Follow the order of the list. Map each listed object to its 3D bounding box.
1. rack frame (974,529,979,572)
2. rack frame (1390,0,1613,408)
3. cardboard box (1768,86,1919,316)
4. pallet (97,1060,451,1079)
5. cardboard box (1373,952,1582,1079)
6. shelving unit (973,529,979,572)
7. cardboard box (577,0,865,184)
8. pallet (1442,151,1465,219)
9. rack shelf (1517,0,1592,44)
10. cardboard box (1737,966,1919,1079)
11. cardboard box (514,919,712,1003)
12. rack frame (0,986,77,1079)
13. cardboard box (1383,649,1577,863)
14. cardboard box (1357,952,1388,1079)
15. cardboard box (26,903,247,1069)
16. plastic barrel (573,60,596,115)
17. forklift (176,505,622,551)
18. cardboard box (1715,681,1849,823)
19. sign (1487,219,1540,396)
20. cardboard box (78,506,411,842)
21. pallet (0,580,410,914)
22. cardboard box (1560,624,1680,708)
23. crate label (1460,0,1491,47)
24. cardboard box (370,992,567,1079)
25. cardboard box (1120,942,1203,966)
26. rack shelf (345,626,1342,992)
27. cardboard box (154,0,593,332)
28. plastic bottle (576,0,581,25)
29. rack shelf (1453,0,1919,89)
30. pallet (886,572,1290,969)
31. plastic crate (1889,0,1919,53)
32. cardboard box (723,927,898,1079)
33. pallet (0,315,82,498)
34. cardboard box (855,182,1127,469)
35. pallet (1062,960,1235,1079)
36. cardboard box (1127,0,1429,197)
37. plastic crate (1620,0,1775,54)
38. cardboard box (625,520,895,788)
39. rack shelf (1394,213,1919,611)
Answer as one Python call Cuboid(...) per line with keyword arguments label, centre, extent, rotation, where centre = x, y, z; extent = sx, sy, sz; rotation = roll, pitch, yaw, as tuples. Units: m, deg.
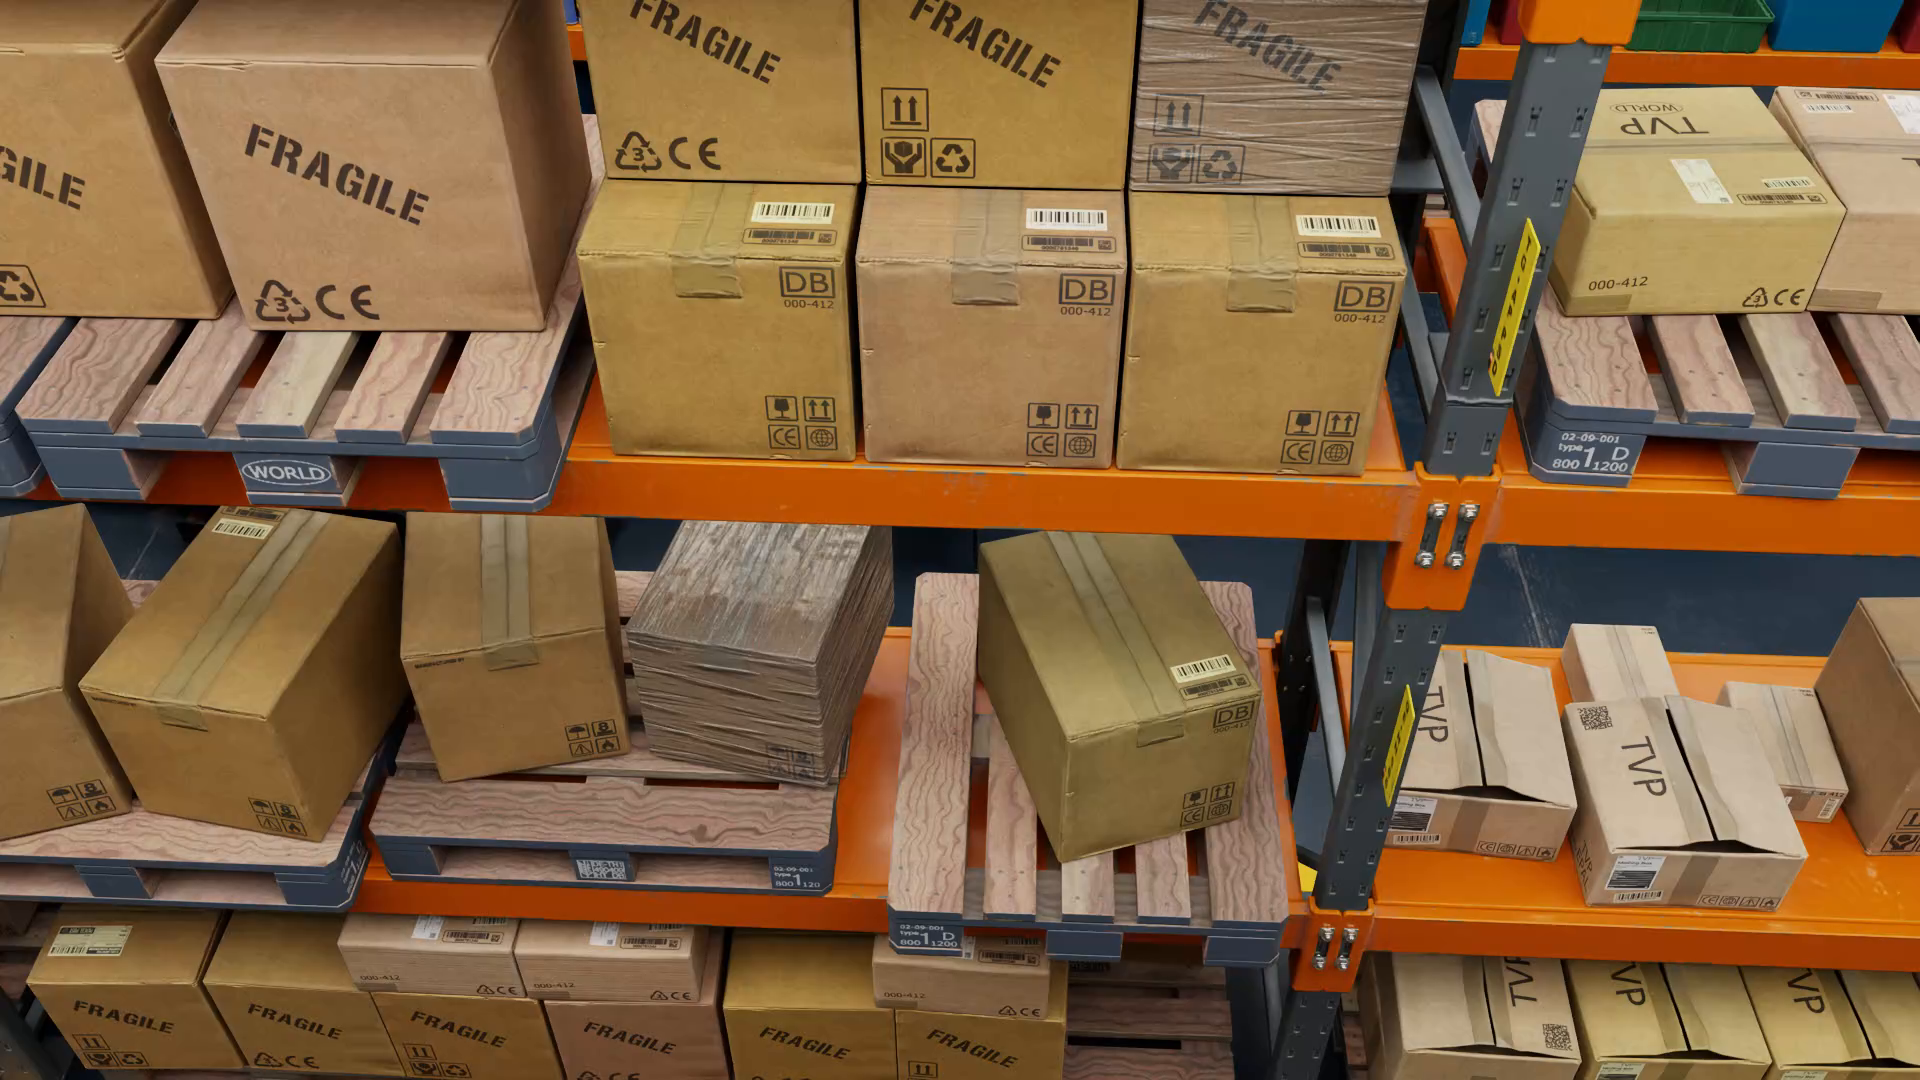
Cuboid(label="rack frame", centre=(0.078, -0.766, 6.617), extent=(0.015, 2.100, 0.400), rotation=(2, 43, 2))
Cuboid(label="rack frame", centre=(1.024, -1.695, 2.553), extent=(0.127, 3.000, 1.000), rotation=(2, 43, 2))
Cuboid(label="cardboard box", centre=(2.004, -0.716, 3.505), extent=(0.500, 0.250, 0.500), rotation=(3, 43, 3))
Cuboid(label="pallet", centre=(-2.158, 1.397, 5.681), extent=(1.213, 0.211, 1.003), rotation=(2, 43, 2))
Cuboid(label="cardboard box", centre=(1.534, 1.364, 4.969), extent=(0.500, 0.311, 0.500), rotation=(3, 43, 3))
Cuboid(label="shelving unit", centre=(-0.165, -0.773, 6.625), extent=(0.503, 2.100, 0.431), rotation=(2, 43, 2))
Cuboid(label="cardboard box", centre=(-0.431, -1.049, 3.253), extent=(0.500, 0.500, 0.500), rotation=(2, 43, 2))
Cuboid(label="pallet", centre=(3.238, -1.763, 9.072), extent=(1.213, 0.211, 1.003), rotation=(2, 43, 2))
Cuboid(label="rack shelf", centre=(-0.974, -1.346, 3.000), extent=(4.000, 0.370, 1.077), rotation=(2, 43, 2))
Cuboid(label="cardboard box", centre=(2.568, 1.391, 4.939), extent=(0.500, 0.311, 0.500), rotation=(1, 43, 1))
Cuboid(label="cardboard box", centre=(-1.000, 1.083, 4.933), extent=(0.500, 0.250, 0.500), rotation=(1, 43, 1))
Cuboid(label="rack frame", centre=(-2.972, 0.378, 4.729), extent=(0.127, 3.000, 1.000), rotation=(2, 43, 2))
Cuboid(label="cardboard box", centre=(1.385, 0.574, 4.584), extent=(0.500, 0.311, 0.500), rotation=(4, 43, 5))
Cuboid(label="cardboard box", centre=(1.534, 1.569, 5.160), extent=(0.500, 0.250, 0.500), rotation=(2, 43, 2))
Cuboid(label="cardboard box", centre=(-2.500, 1.312, 5.237), extent=(0.500, 0.500, 0.500), rotation=(0, 43, 0))
Cuboid(label="plastic barrel", centre=(-2.203, -2.353, 8.892), extent=(0.708, 0.901, 0.600), rotation=(2, 43, 2))
Cuboid(label="forklift", centre=(-2.967, -1.379, 6.665), extent=(3.031, 2.935, 1.130), rotation=(5, 43, 6))
Cuboid(label="cardboard box", centre=(2.300, 0.593, 4.682), extent=(0.250, 0.149, 0.380), rotation=(5, 43, 5))
Cuboid(label="sign", centre=(0.997, -0.417, 3.002), extent=(0.005, 0.325, 0.100), rotation=(2, 43, 2))
Cuboid(label="cardboard box", centre=(-1.819, 0.332, 4.397), extent=(0.500, 0.500, 0.700), rotation=(8, 44, 9))
Cuboid(label="pallet", centre=(-2.179, 0.547, 4.689), extent=(1.213, 0.211, 1.003), rotation=(2, 43, 2))
Cuboid(label="cardboard box", centre=(1.935, 0.432, 4.856), extent=(0.250, 0.149, 0.380), rotation=(2, 43, 2))
Cuboid(label="crate label", centre=(2.231, -2.671, 7.976), extent=(0.616, 0.435, 0.502), rotation=(2, 43, 2))
Cuboid(label="cardboard box", centre=(-1.468, 1.341, 5.206), extent=(0.500, 0.500, 0.500), rotation=(2, 43, 2))
Cuboid(label="cardboard box", centre=(0.582, 1.046, 5.524), extent=(0.500, 0.500, 0.500), rotation=(3, 43, 4))
Cuboid(label="rack shelf", centre=(-0.974, 0.702, 4.909), extent=(4.000, 0.370, 1.077), rotation=(2, 43, 2))
Cuboid(label="cardboard box", centre=(-1.140, -0.842, 3.383), extent=(0.600, 0.600, 0.600), rotation=(0, 43, 0))
Cuboid(label="plastic bottle", centre=(-1.820, -2.641, 8.064), extent=(0.097, 0.271, 0.097), rotation=(0, 43, 0))
Cuboid(label="rack shelf", centre=(3.249, -2.548, 8.397), extent=(4.000, 0.370, 1.077), rotation=(2, 43, 2))
Cuboid(label="pallet", centre=(0.343, 0.598, 4.634), extent=(1.003, 0.211, 1.213), rotation=(2, 43, 2))
Cuboid(label="plastic crate", centre=(4.749, -2.579, 7.857), extent=(0.583, 0.464, 0.402), rotation=(2, 43, 2))
Cuboid(label="cardboard box", centre=(-0.438, 1.369, 5.176), extent=(0.500, 0.500, 0.500), rotation=(0, 43, 0))
Cuboid(label="pallet", centre=(-2.324, -0.583, 3.698), extent=(1.003, 0.211, 1.213), rotation=(2, 43, 2))
Cuboid(label="cardboard box", centre=(0.077, -0.640, 3.548), extent=(0.500, 0.500, 0.910), rotation=(2, 43, 2))
Cuboid(label="pallet", centre=(0.280, 1.472, 5.600), extent=(1.213, 0.211, 1.003), rotation=(2, 43, 2))
Cuboid(label="cardboard box", centre=(0.588, -1.017, 3.219), extent=(0.500, 0.500, 0.500), rotation=(2, 43, 2))
Cuboid(label="plastic crate", centre=(3.494, -2.533, 8.010), extent=(0.662, 0.188, 0.450), rotation=(2, 43, 2))
Cuboid(label="cardboard box", centre=(-0.516, 0.210, 4.528), extent=(0.500, 0.500, 0.700), rotation=(9, 44, 10))
Cuboid(label="rack shelf", centre=(3.022, -0.272, 3.754), extent=(4.000, 0.370, 1.077), rotation=(2, 43, 2))
